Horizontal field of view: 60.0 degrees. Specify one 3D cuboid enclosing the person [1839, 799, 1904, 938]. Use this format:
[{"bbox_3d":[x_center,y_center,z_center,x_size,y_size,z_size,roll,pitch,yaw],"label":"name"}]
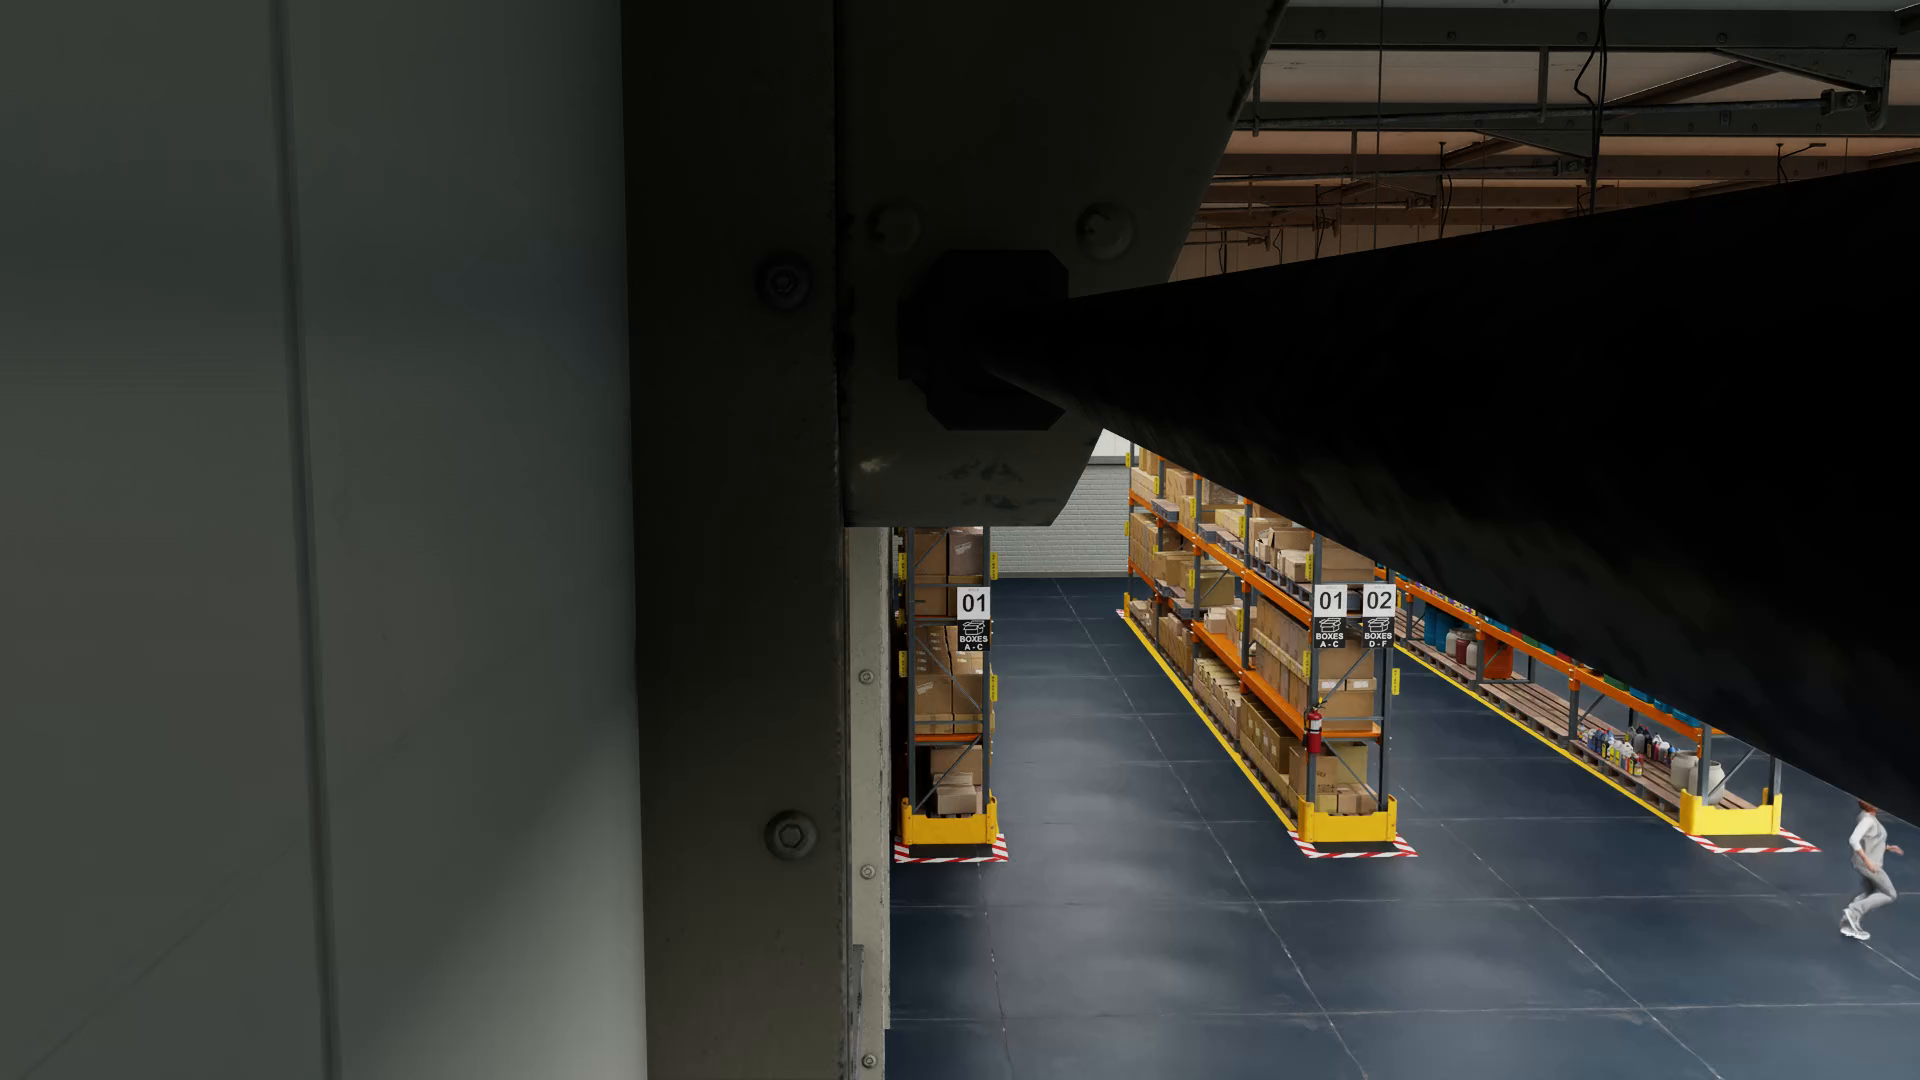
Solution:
[{"bbox_3d":[9.437,3.368,17.181,0.543,1.562,0.528,3,8,22],"label":"person"}]
